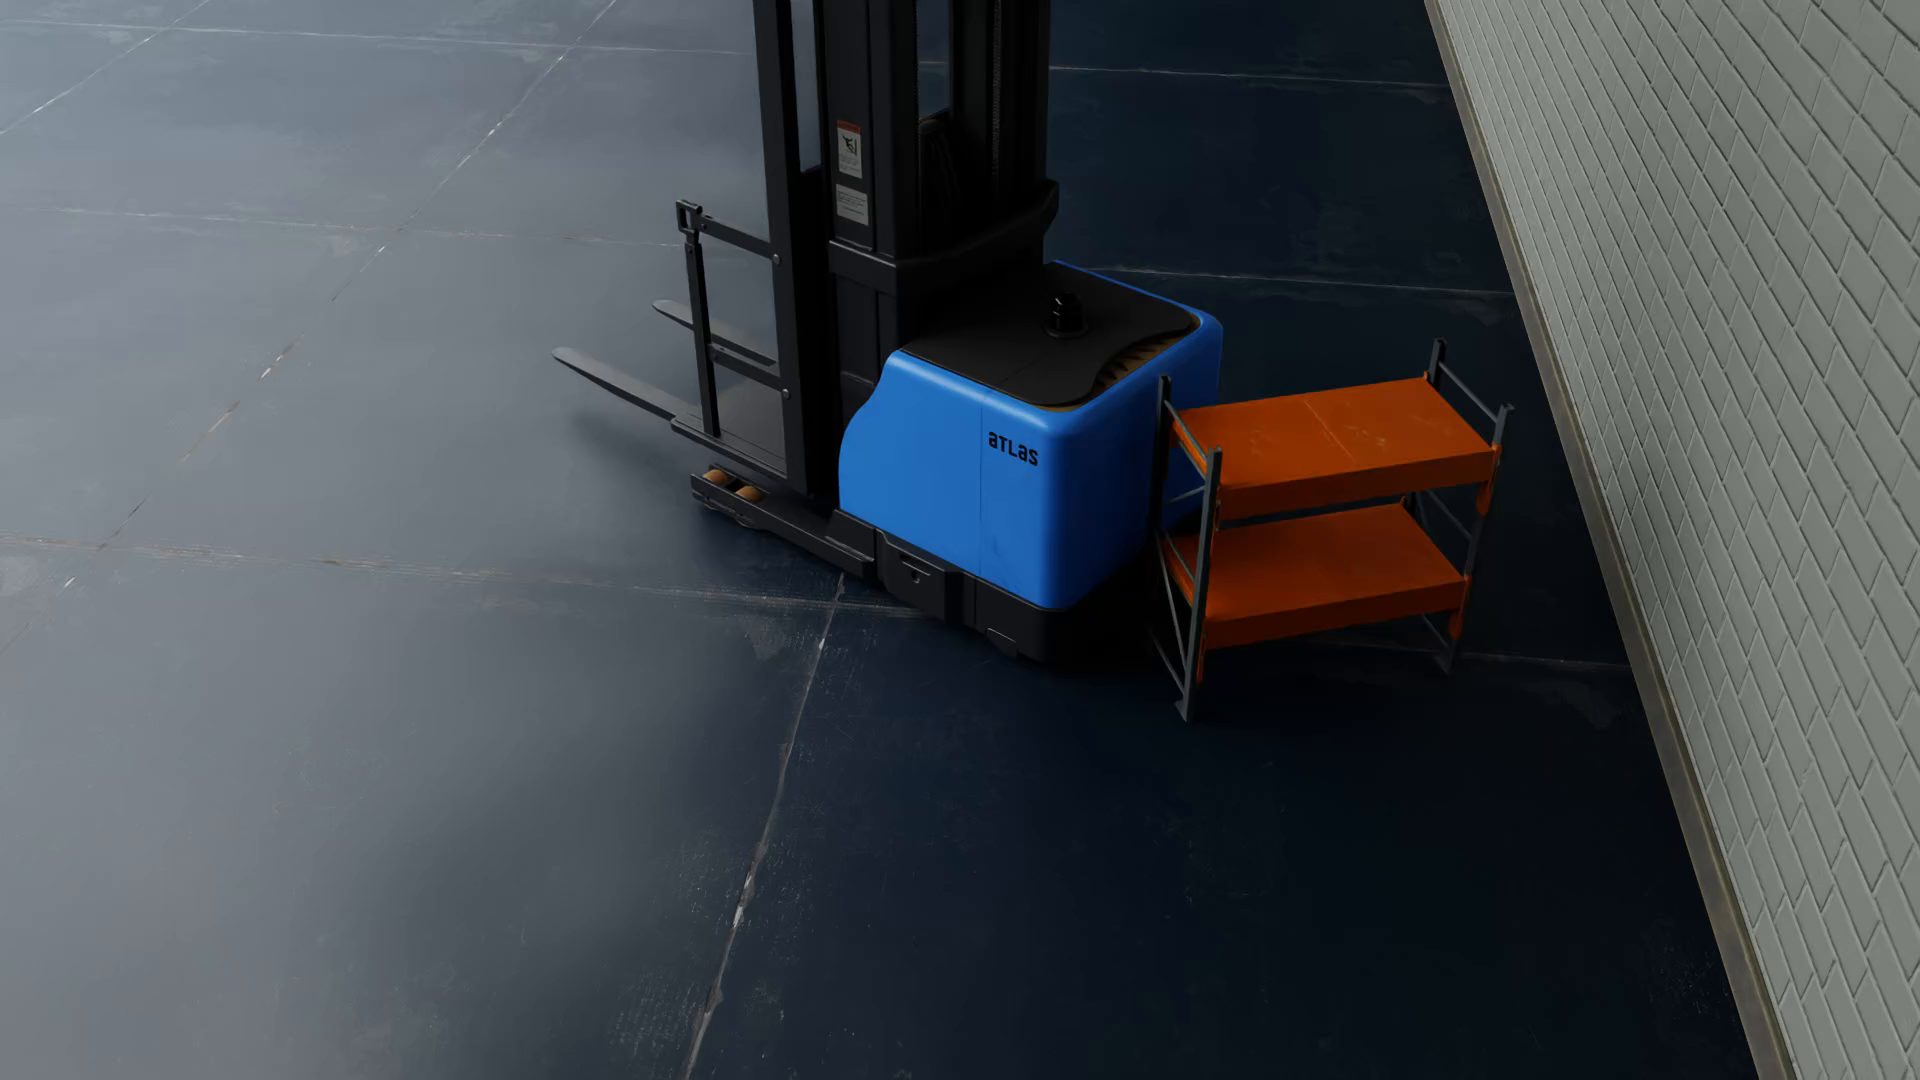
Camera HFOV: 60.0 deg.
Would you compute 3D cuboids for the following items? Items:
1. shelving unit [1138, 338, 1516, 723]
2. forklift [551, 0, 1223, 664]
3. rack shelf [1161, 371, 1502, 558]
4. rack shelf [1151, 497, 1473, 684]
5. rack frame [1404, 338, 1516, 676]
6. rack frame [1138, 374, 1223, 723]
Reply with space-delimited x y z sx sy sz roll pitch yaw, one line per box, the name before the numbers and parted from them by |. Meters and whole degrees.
shelving unit | 1.238 -0.031 5.826 1.048 1.125 0.538 -8 36 -12
forklift | -0.484 -1.457 6.268 3.031 2.935 1.130 26 43 31
rack shelf | 1.238 -0.270 5.656 1.000 0.278 0.538 -8 36 -12
rack shelf | 1.238 0.168 5.968 1.000 0.278 0.538 -8 36 -12
rack frame | 1.731 -0.105 5.929 0.032 1.125 0.500 -8 36 -12
rack frame | 0.746 0.042 5.723 0.032 1.125 0.500 -8 36 -12
